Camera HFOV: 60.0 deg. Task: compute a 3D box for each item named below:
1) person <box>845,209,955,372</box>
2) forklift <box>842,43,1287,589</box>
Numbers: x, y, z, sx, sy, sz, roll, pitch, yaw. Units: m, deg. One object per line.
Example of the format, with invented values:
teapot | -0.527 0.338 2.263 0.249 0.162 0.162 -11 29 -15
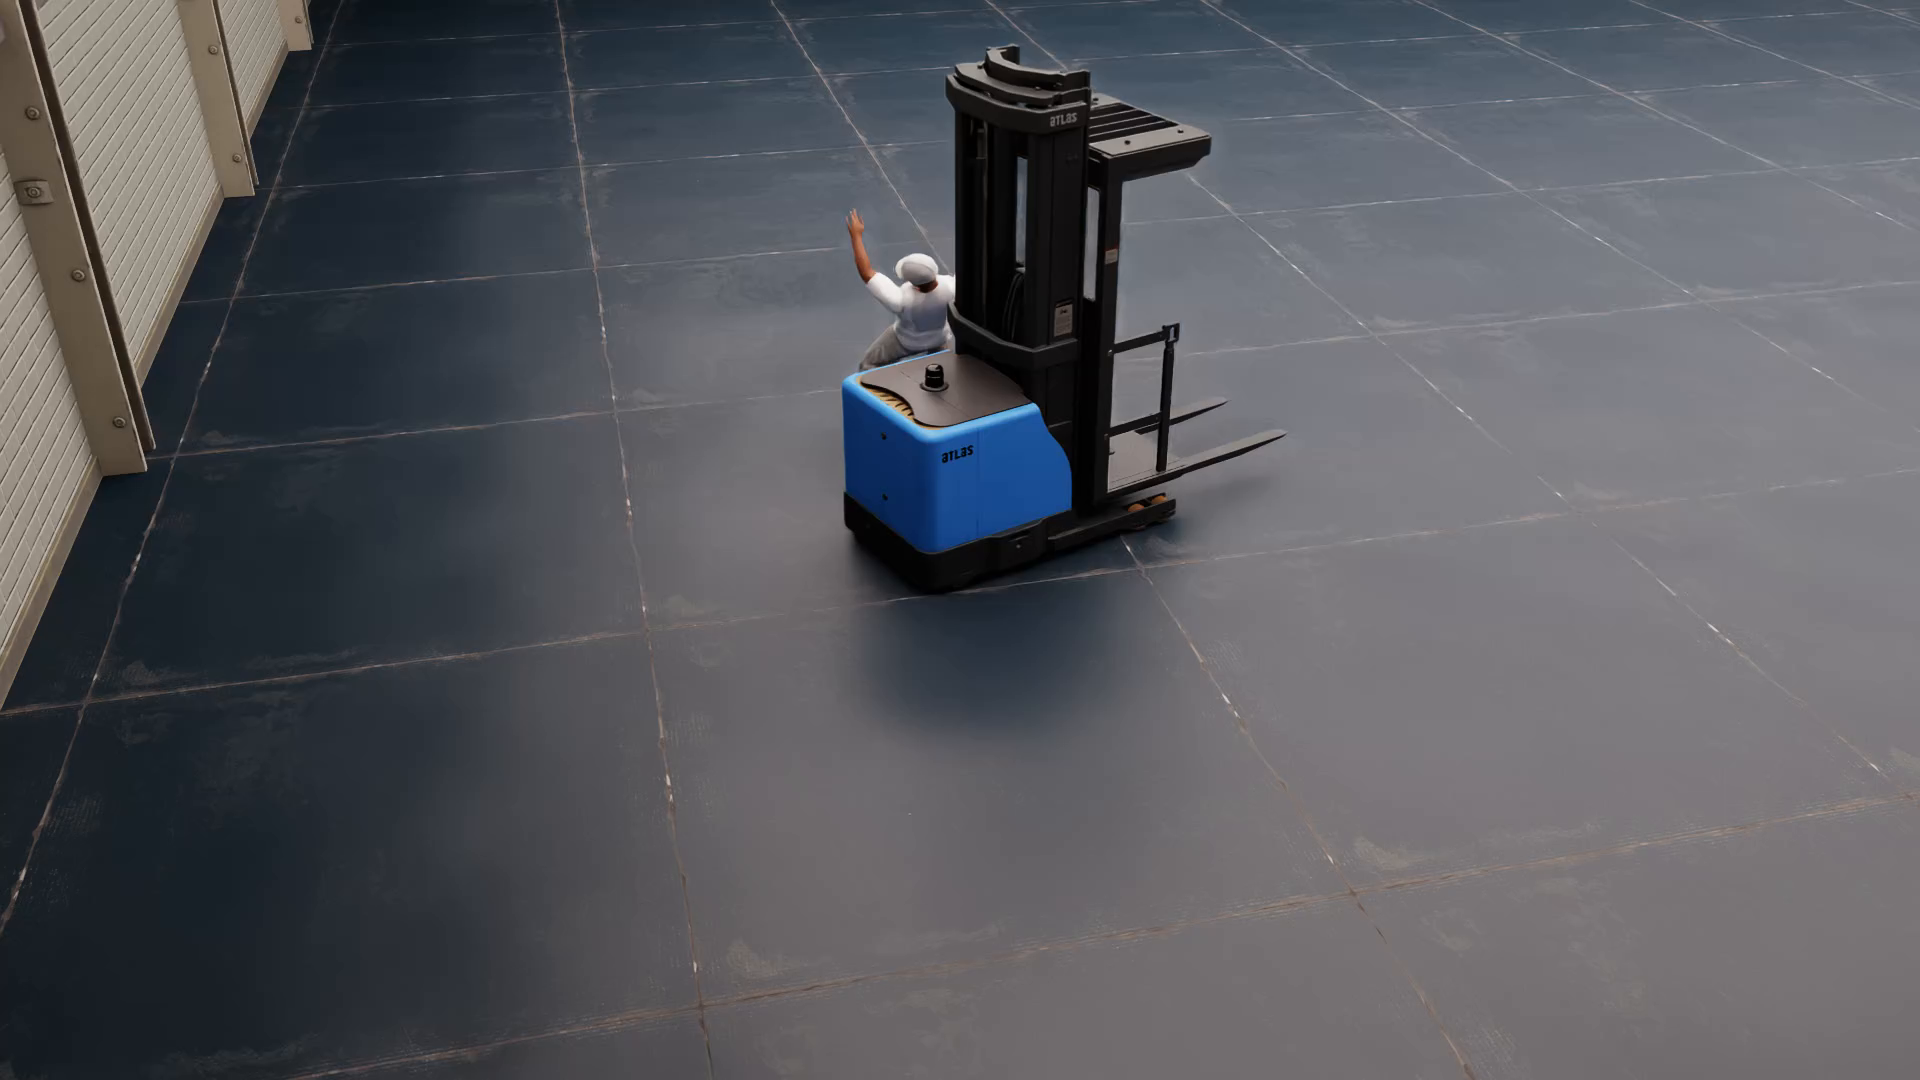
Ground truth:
person | -0.215 -1.468 11.391 1.039 1.651 0.742 -10 32 -17
forklift | 0.782 -1.532 10.221 3.031 2.935 1.130 -18 35 -28
